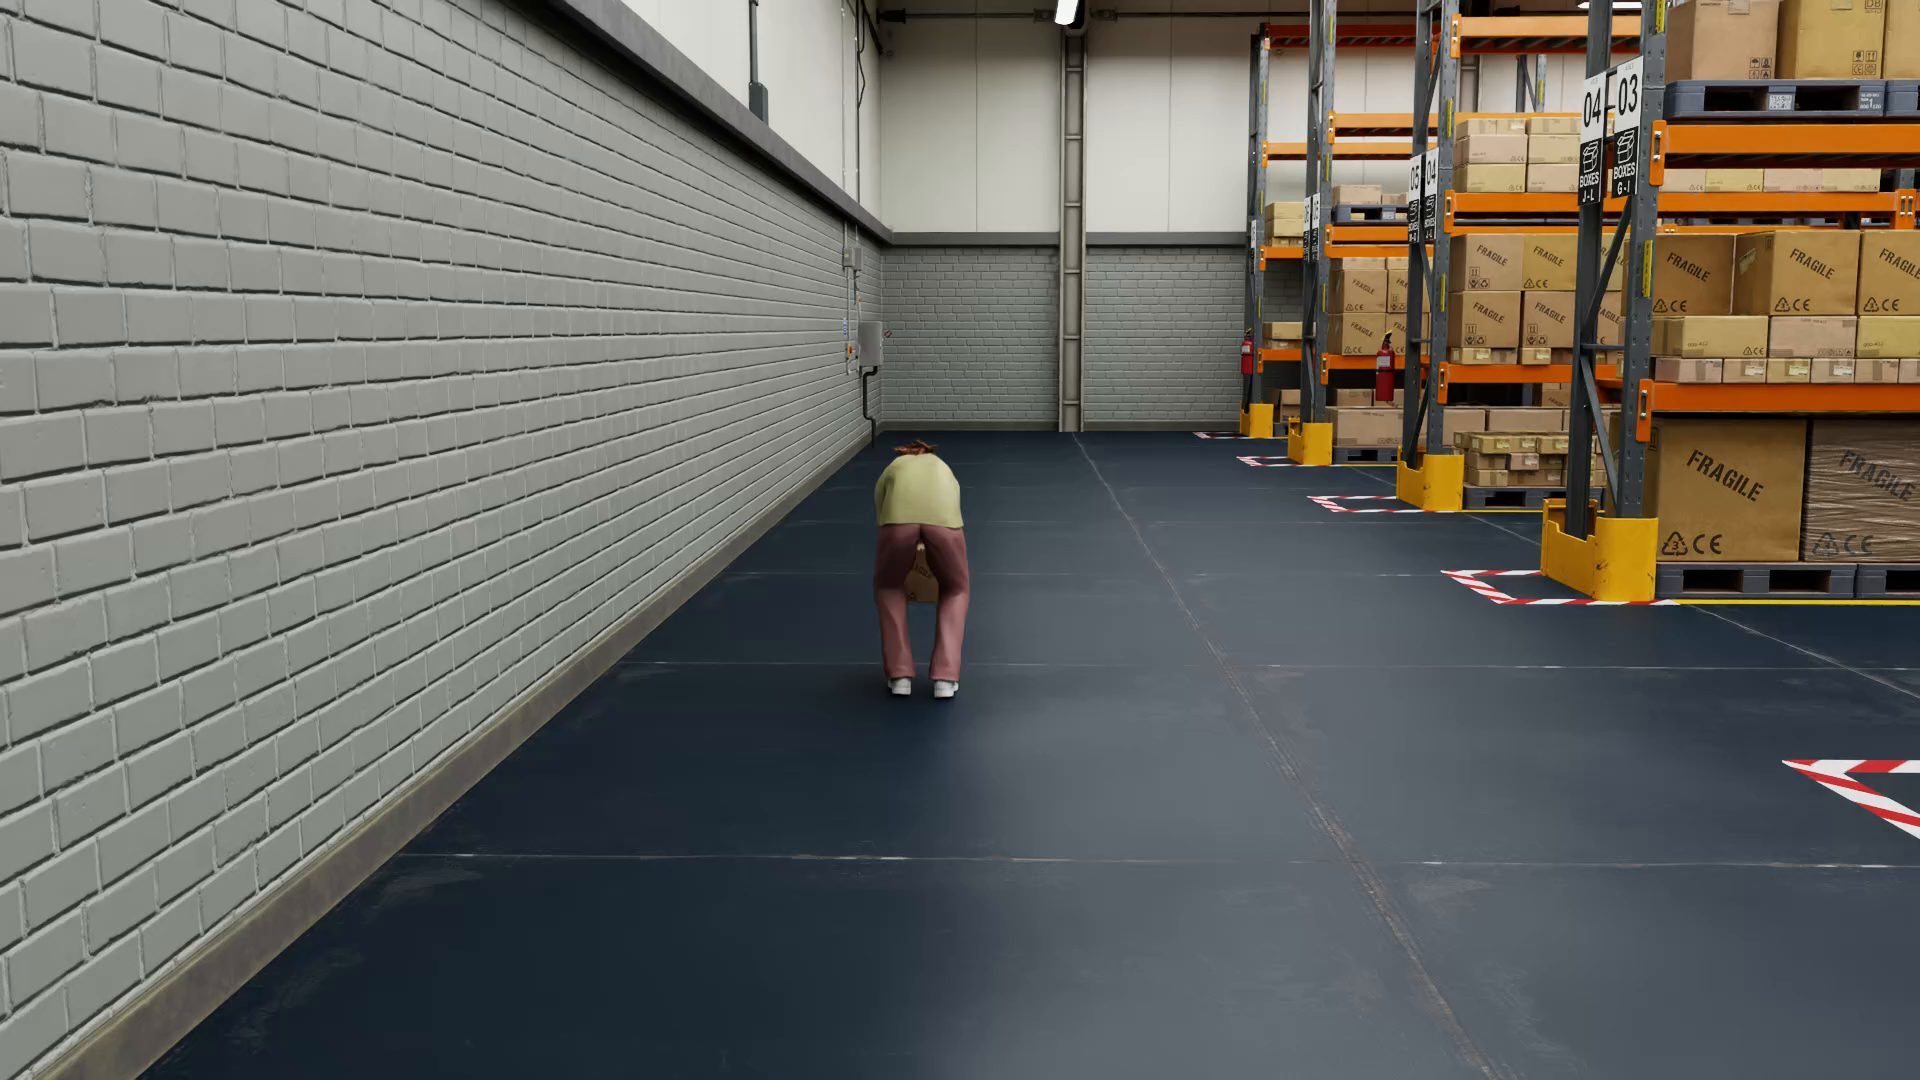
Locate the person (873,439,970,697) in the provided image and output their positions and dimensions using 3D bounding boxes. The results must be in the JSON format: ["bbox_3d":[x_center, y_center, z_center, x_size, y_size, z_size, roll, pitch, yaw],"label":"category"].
[{"bbox_3d":[-0.176,0.110,7.596,0.439,1.124,0.857,0,7,-1],"label":"person"}]
